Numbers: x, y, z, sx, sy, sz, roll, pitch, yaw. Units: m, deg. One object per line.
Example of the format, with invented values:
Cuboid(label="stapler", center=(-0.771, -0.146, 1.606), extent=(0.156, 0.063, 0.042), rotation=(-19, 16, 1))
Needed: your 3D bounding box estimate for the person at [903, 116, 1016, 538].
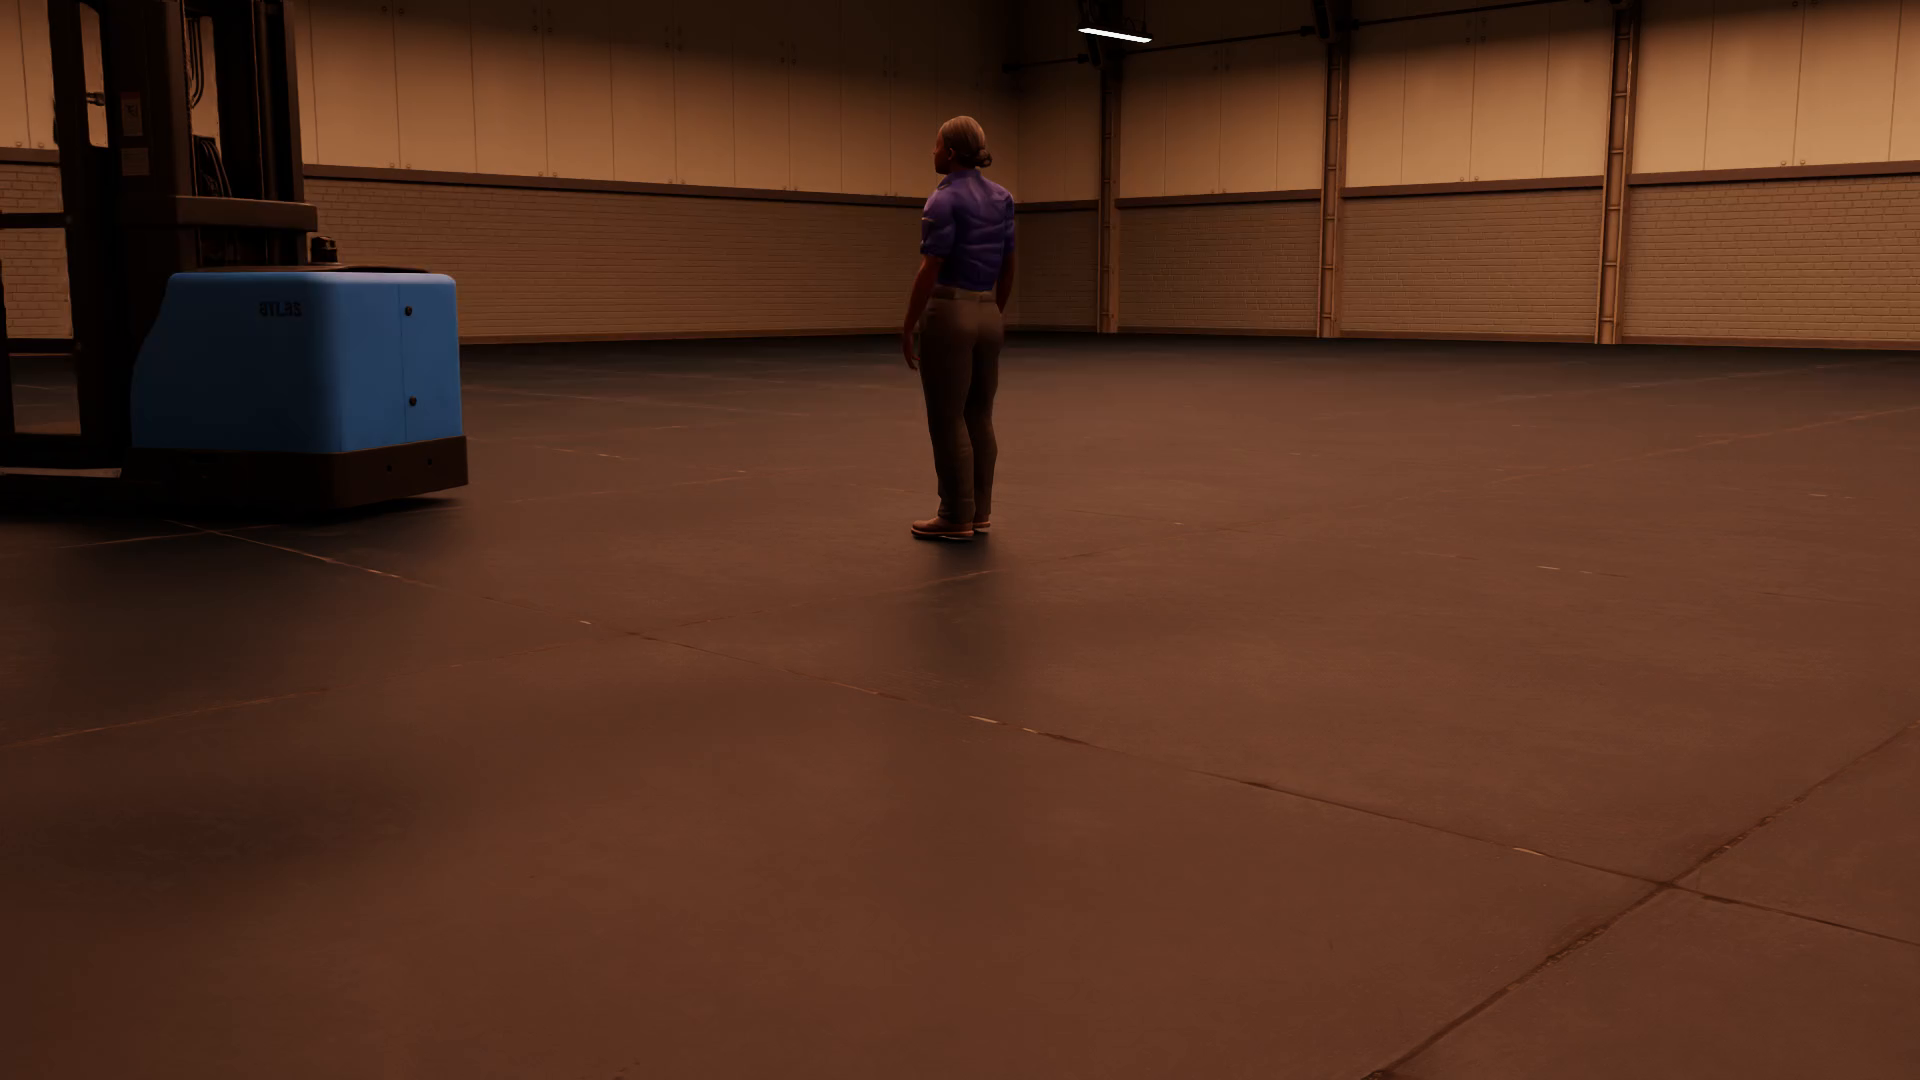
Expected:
Cuboid(label="person", center=(-0.050, -0.836, 6.667), extent=(0.503, 1.656, 0.570), rotation=(8, 12, 43))

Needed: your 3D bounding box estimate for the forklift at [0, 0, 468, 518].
Cuboid(label="forklift", center=(-3.941, -1.645, 7.802), extent=(3.031, 2.935, 1.130), rotation=(3, 9, 17))
